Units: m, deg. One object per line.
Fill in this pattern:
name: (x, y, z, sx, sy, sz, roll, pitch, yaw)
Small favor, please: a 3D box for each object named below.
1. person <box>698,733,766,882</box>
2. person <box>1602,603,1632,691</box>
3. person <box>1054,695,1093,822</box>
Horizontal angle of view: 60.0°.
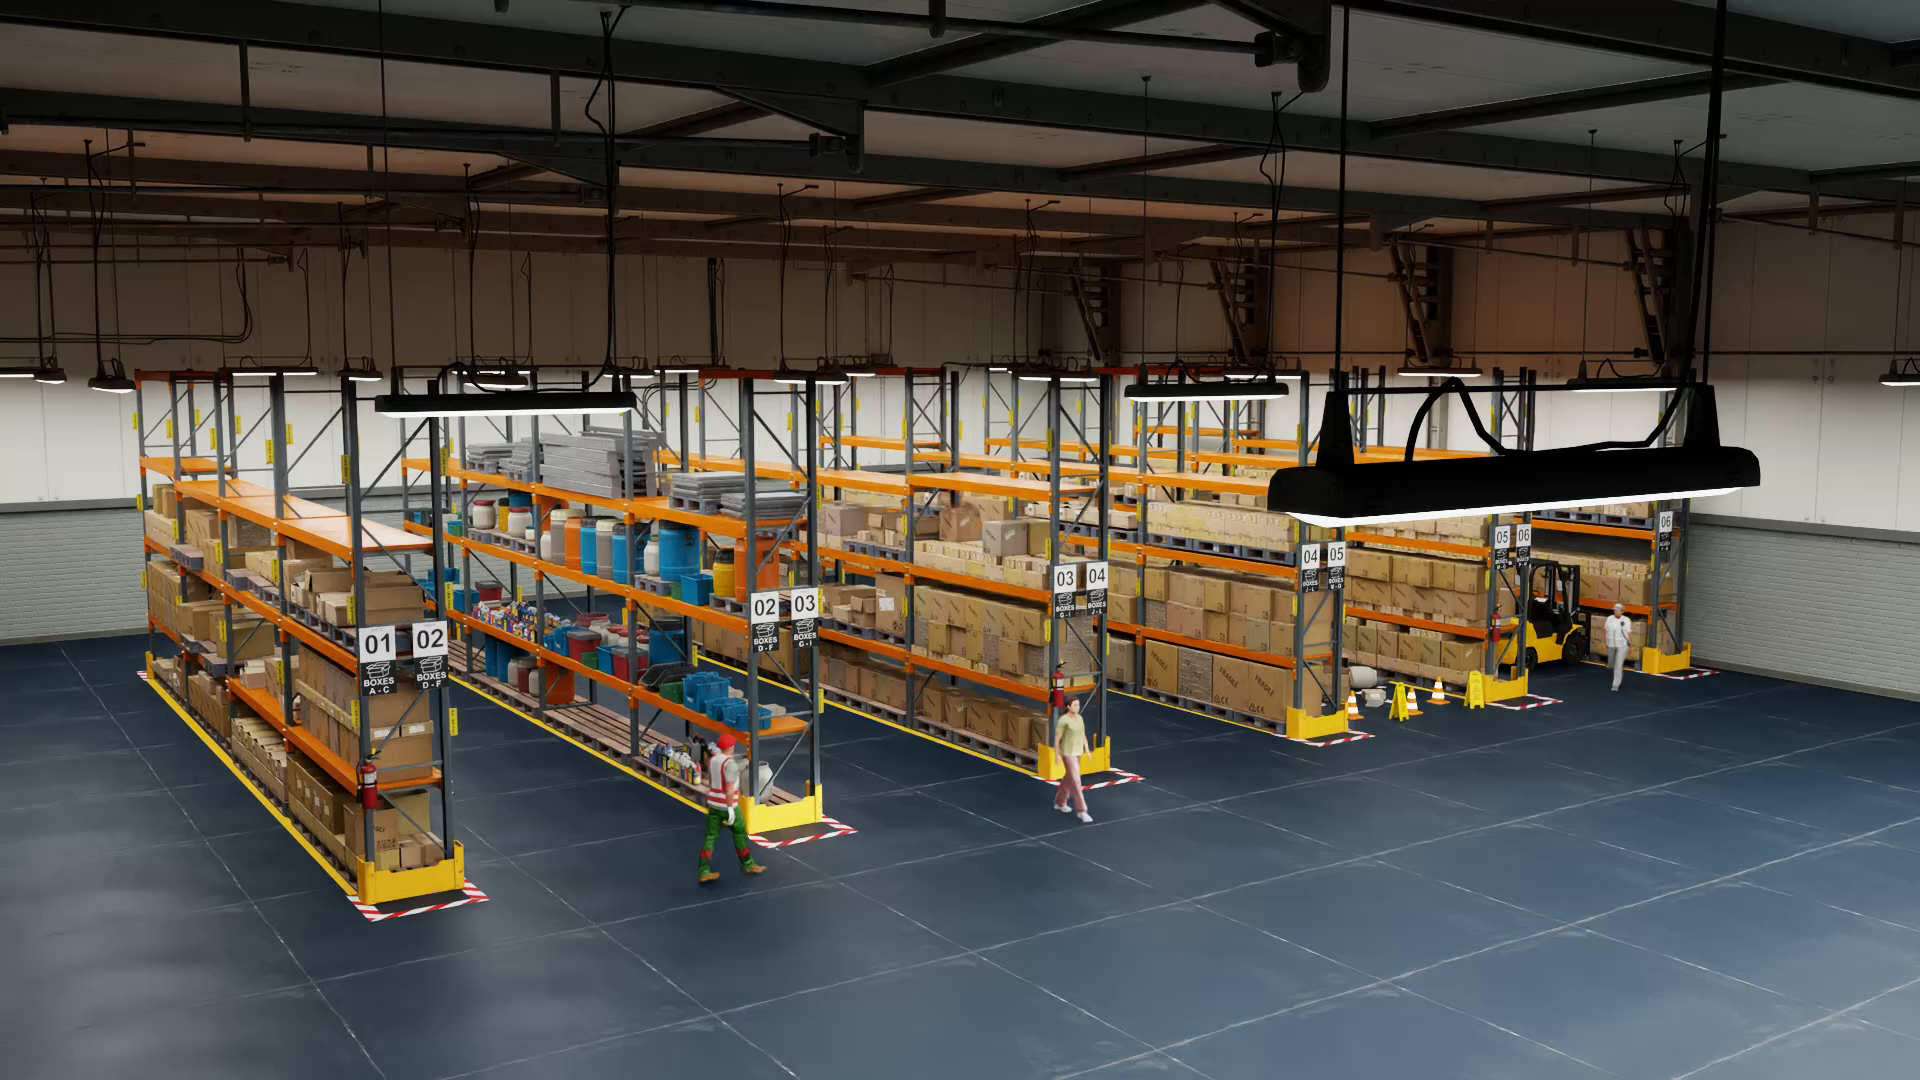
person: (-2.801, 3.188, 20.038, 0.589, 1.752, 0.901, 6, 9, 41)
person: (12.389, 1.982, 31.328, 0.499, 1.619, 0.947, 5, 8, 37)
person: (1.595, 2.942, 22.665, 0.830, 1.642, 0.469, 6, 9, 42)
